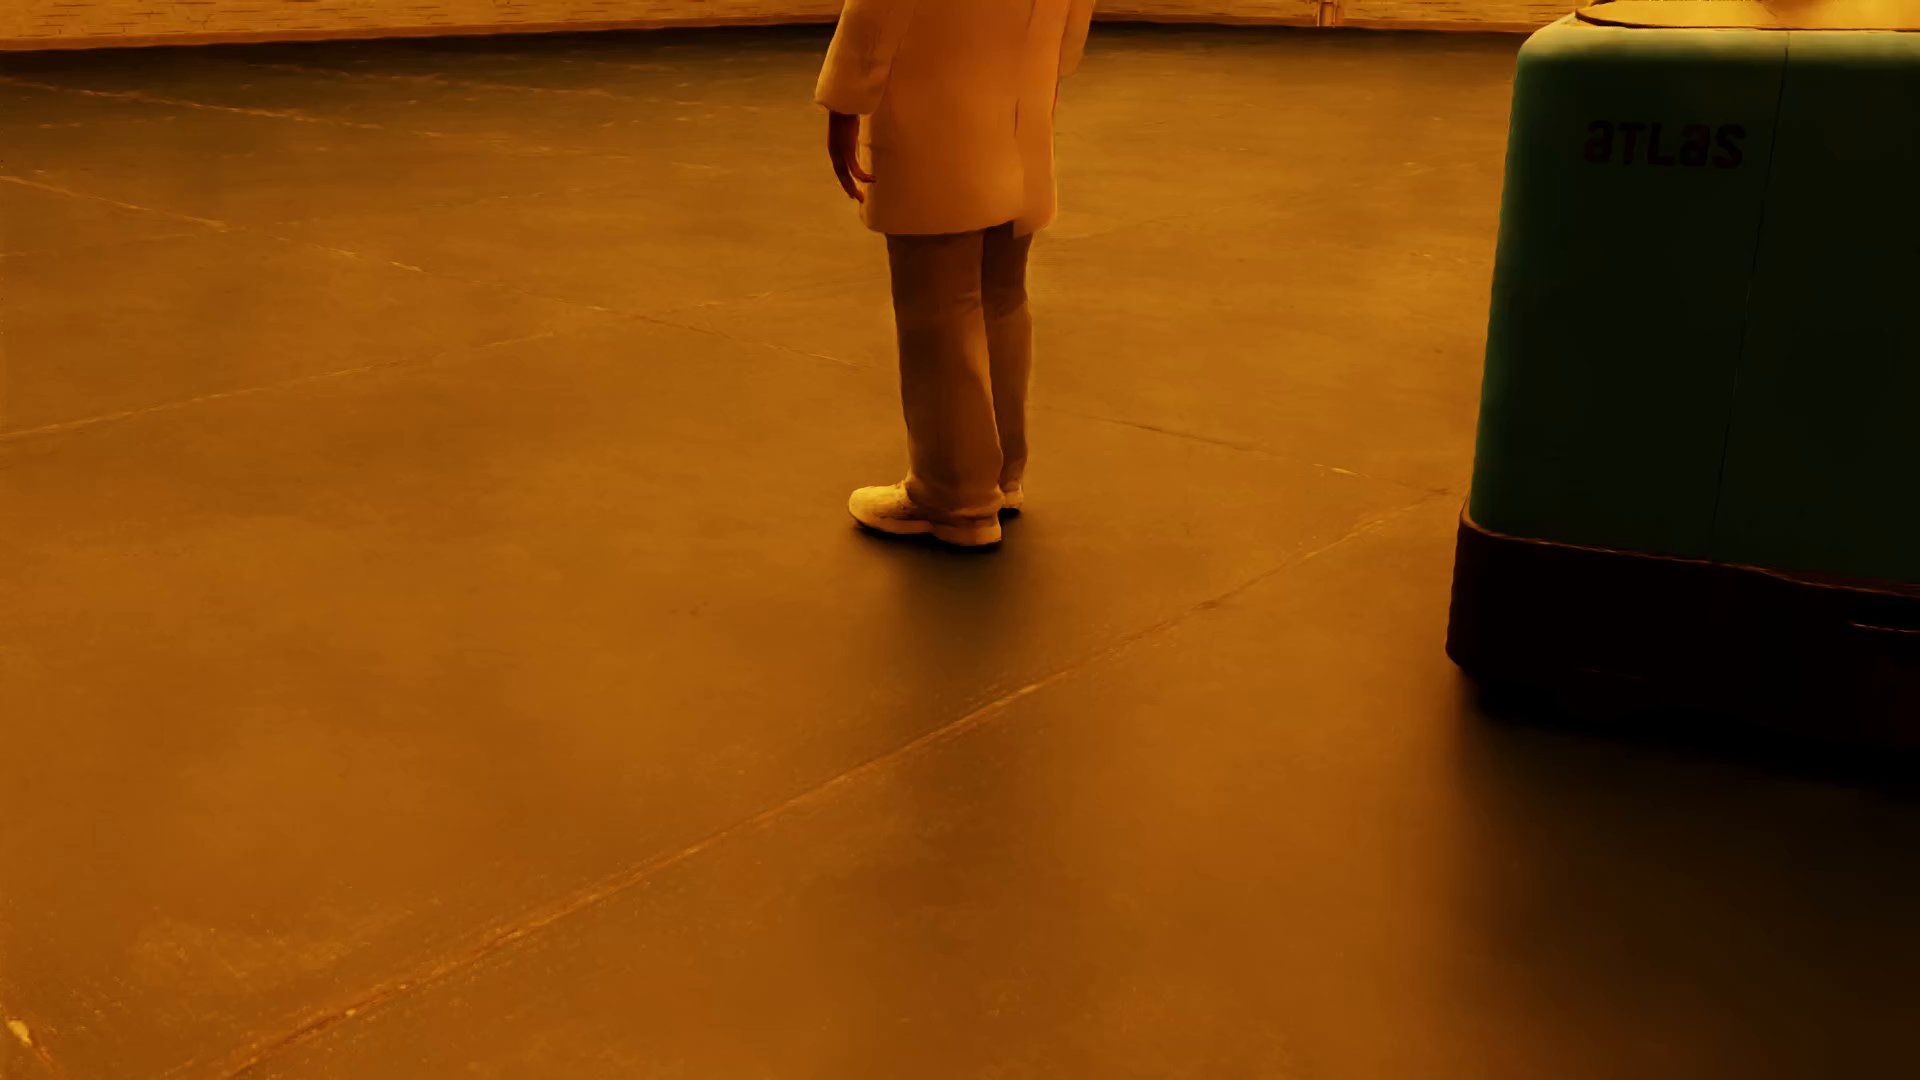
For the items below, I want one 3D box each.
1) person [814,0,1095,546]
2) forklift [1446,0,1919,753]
[{"bbox_3d":[-0.064,-0.868,3.306,0.579,1.776,0.694,17,25,39],"label":"person"},{"bbox_3d":[2.379,-1.074,2.166,3.031,2.935,1.130,8,21,21],"label":"forklift"}]
